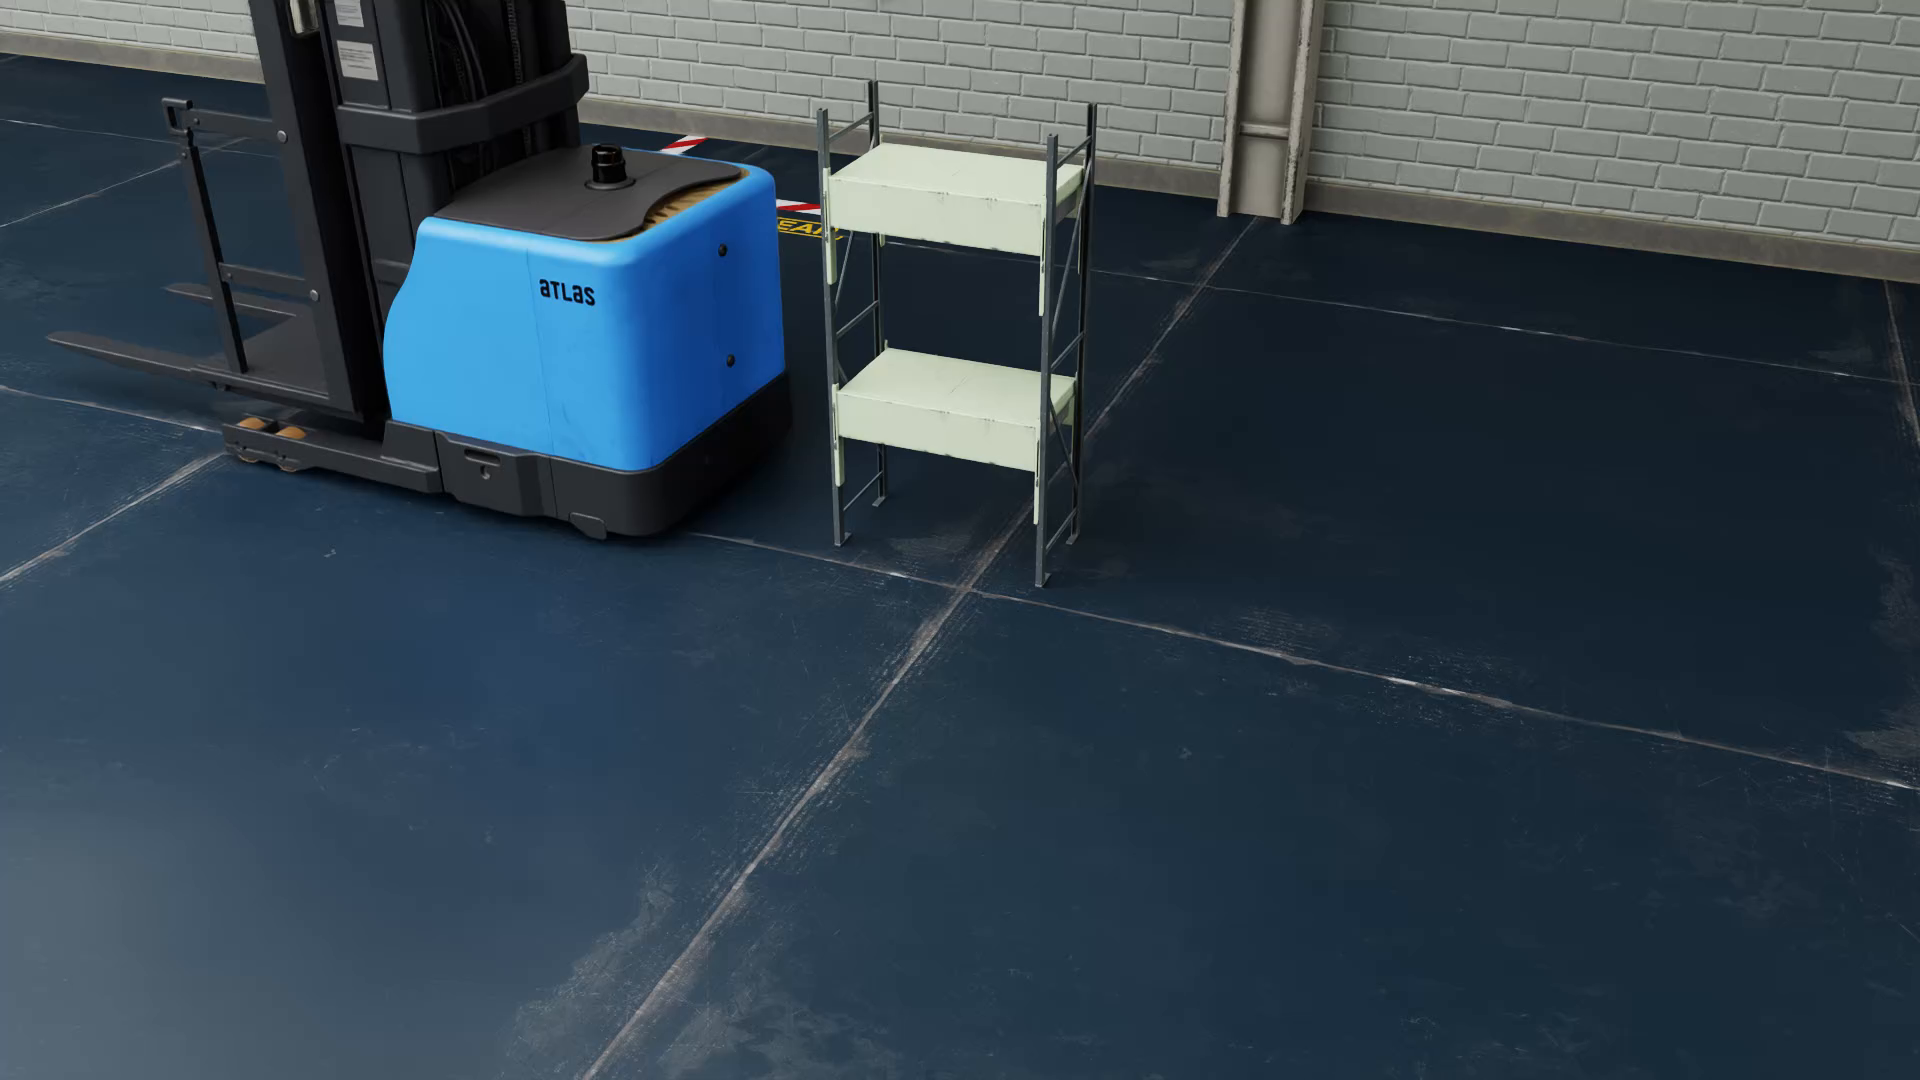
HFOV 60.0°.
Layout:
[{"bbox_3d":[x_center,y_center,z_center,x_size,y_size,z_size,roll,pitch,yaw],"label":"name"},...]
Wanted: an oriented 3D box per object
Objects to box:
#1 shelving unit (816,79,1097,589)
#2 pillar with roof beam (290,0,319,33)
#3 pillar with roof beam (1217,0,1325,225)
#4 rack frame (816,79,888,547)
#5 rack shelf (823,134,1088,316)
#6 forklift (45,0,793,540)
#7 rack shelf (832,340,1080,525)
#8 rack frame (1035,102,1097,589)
[{"bbox_3d":[-0.006,-0.654,5.383,0.755,1.500,0.431,11,31,19],"label":"shelving unit"},{"bbox_3d":[-5.582,-4.810,5.115,0.400,9.000,9.100,11,31,19],"label":"pillar with roof beam"},{"bbox_3d":[-0.022,-3.700,3.151,0.400,9.000,9.100,11,31,19],"label":"pillar with roof beam"},{"bbox_3d":[-0.345,-0.722,5.503,0.023,1.500,0.400,11,31,19],"label":"rack frame"},{"bbox_3d":[-0.006,-0.994,5.191,0.720,0.370,0.431,11,31,19],"label":"rack shelf"},{"bbox_3d":[-2.204,-1.750,5.867,3.031,2.935,1.130,13,32,21],"label":"forklift"},{"bbox_3d":[-0.006,-0.370,5.544,0.720,0.370,0.431,11,31,19],"label":"rack shelf"},{"bbox_3d":[0.333,-0.586,5.263,0.023,1.500,0.400,11,31,19],"label":"rack frame"}]
